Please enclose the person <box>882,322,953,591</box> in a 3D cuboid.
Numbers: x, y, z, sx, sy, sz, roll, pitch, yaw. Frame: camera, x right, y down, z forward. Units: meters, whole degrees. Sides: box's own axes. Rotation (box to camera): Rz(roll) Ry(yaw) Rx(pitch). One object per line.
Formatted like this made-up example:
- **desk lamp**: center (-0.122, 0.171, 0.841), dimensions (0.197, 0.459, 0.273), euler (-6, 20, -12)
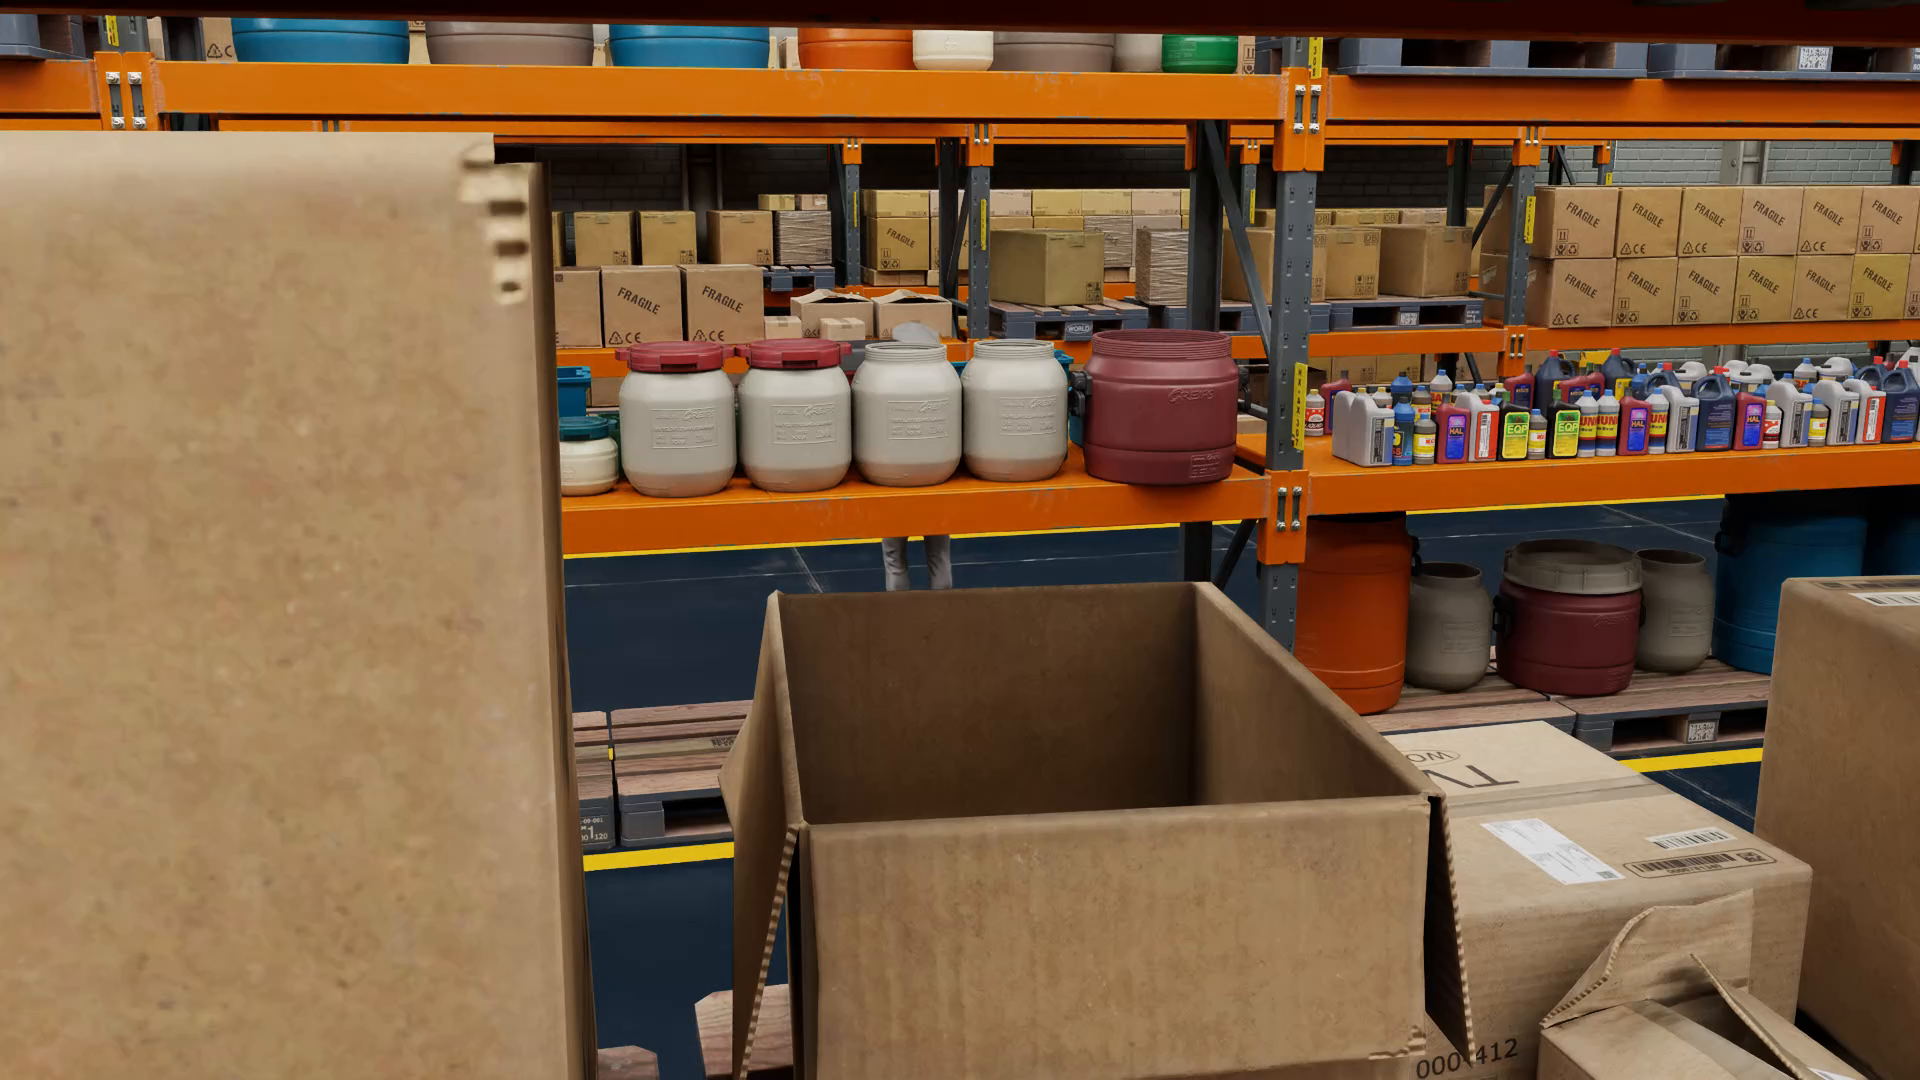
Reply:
- **person**: center (-0.248, -0.296, 8.699), dimensions (0.485, 1.692, 0.504), euler (-3, 13, -14)
